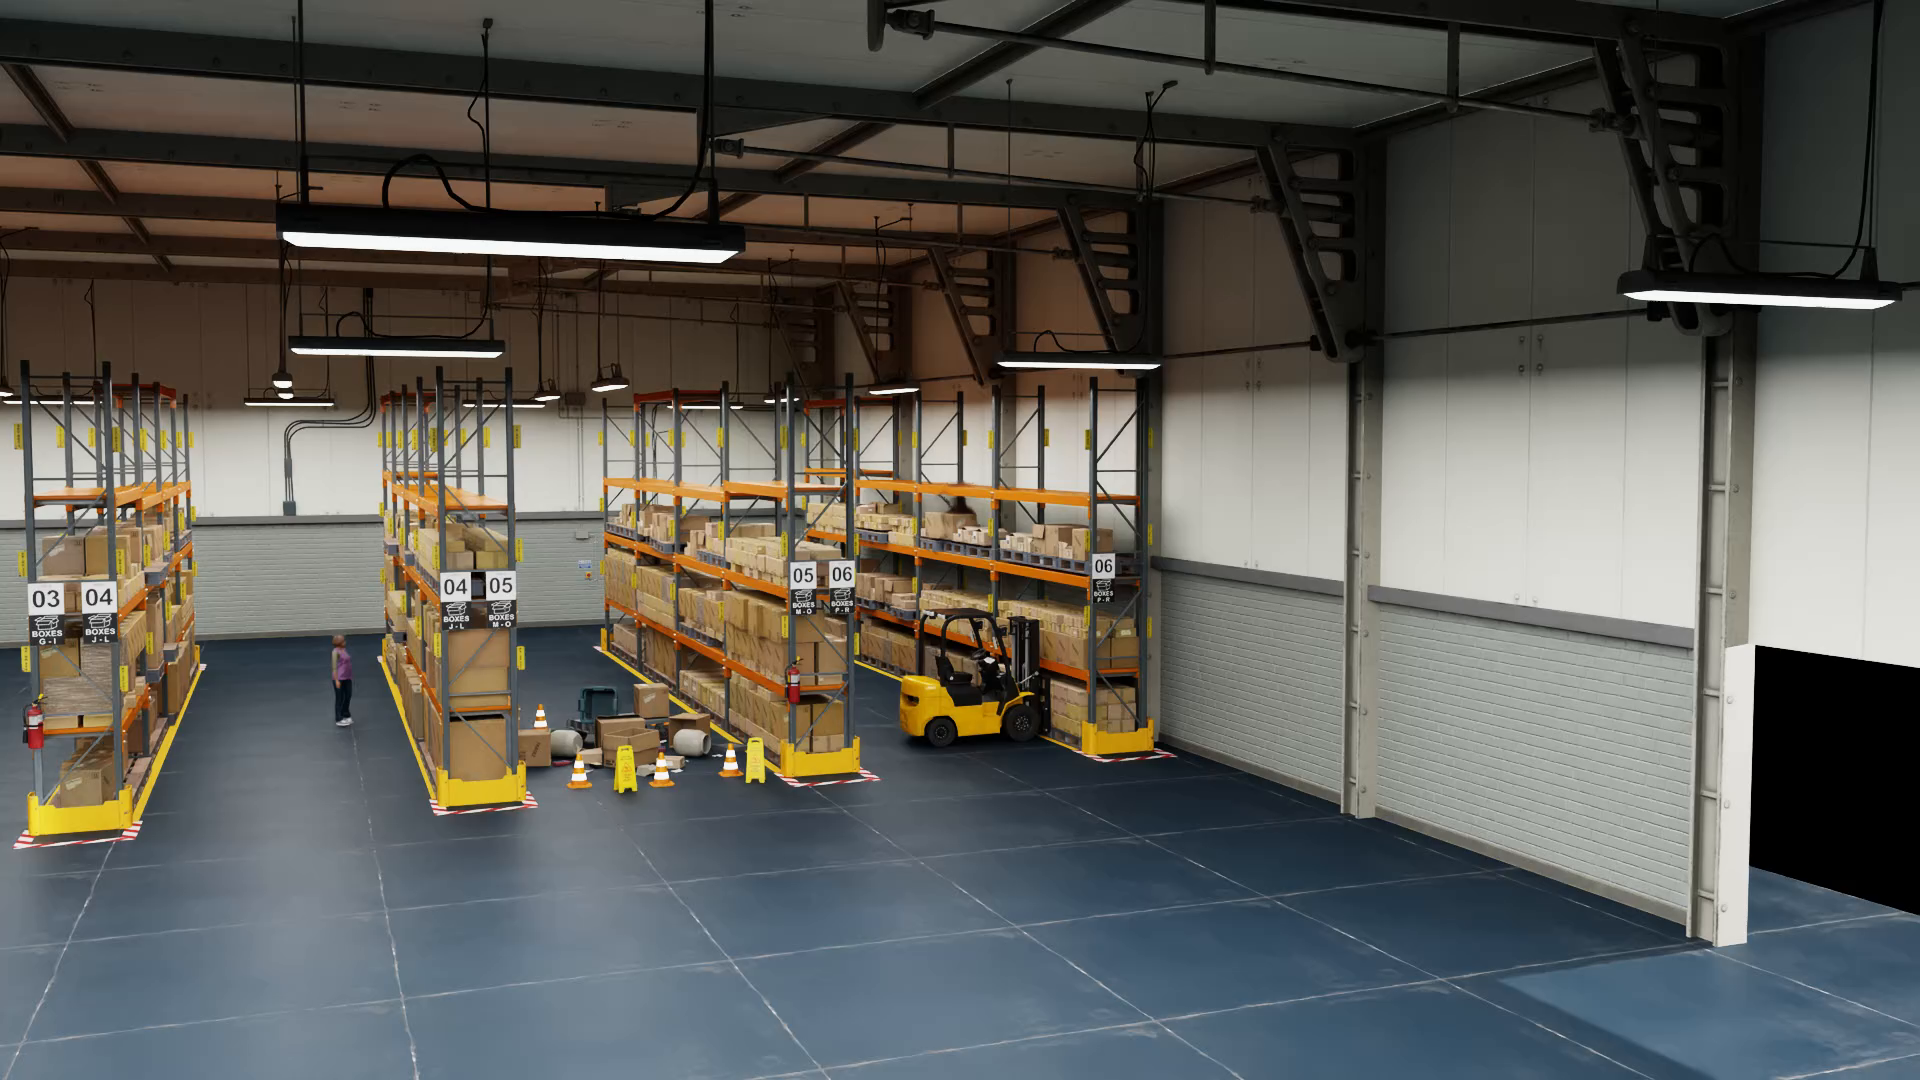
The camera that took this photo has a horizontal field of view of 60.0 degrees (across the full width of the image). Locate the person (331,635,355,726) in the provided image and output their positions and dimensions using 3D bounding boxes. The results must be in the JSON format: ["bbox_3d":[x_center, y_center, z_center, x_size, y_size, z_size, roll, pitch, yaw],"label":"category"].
[{"bbox_3d":[-10.832,2.464,29.179,0.374,1.627,0.489,1,4,21],"label":"person"}]
